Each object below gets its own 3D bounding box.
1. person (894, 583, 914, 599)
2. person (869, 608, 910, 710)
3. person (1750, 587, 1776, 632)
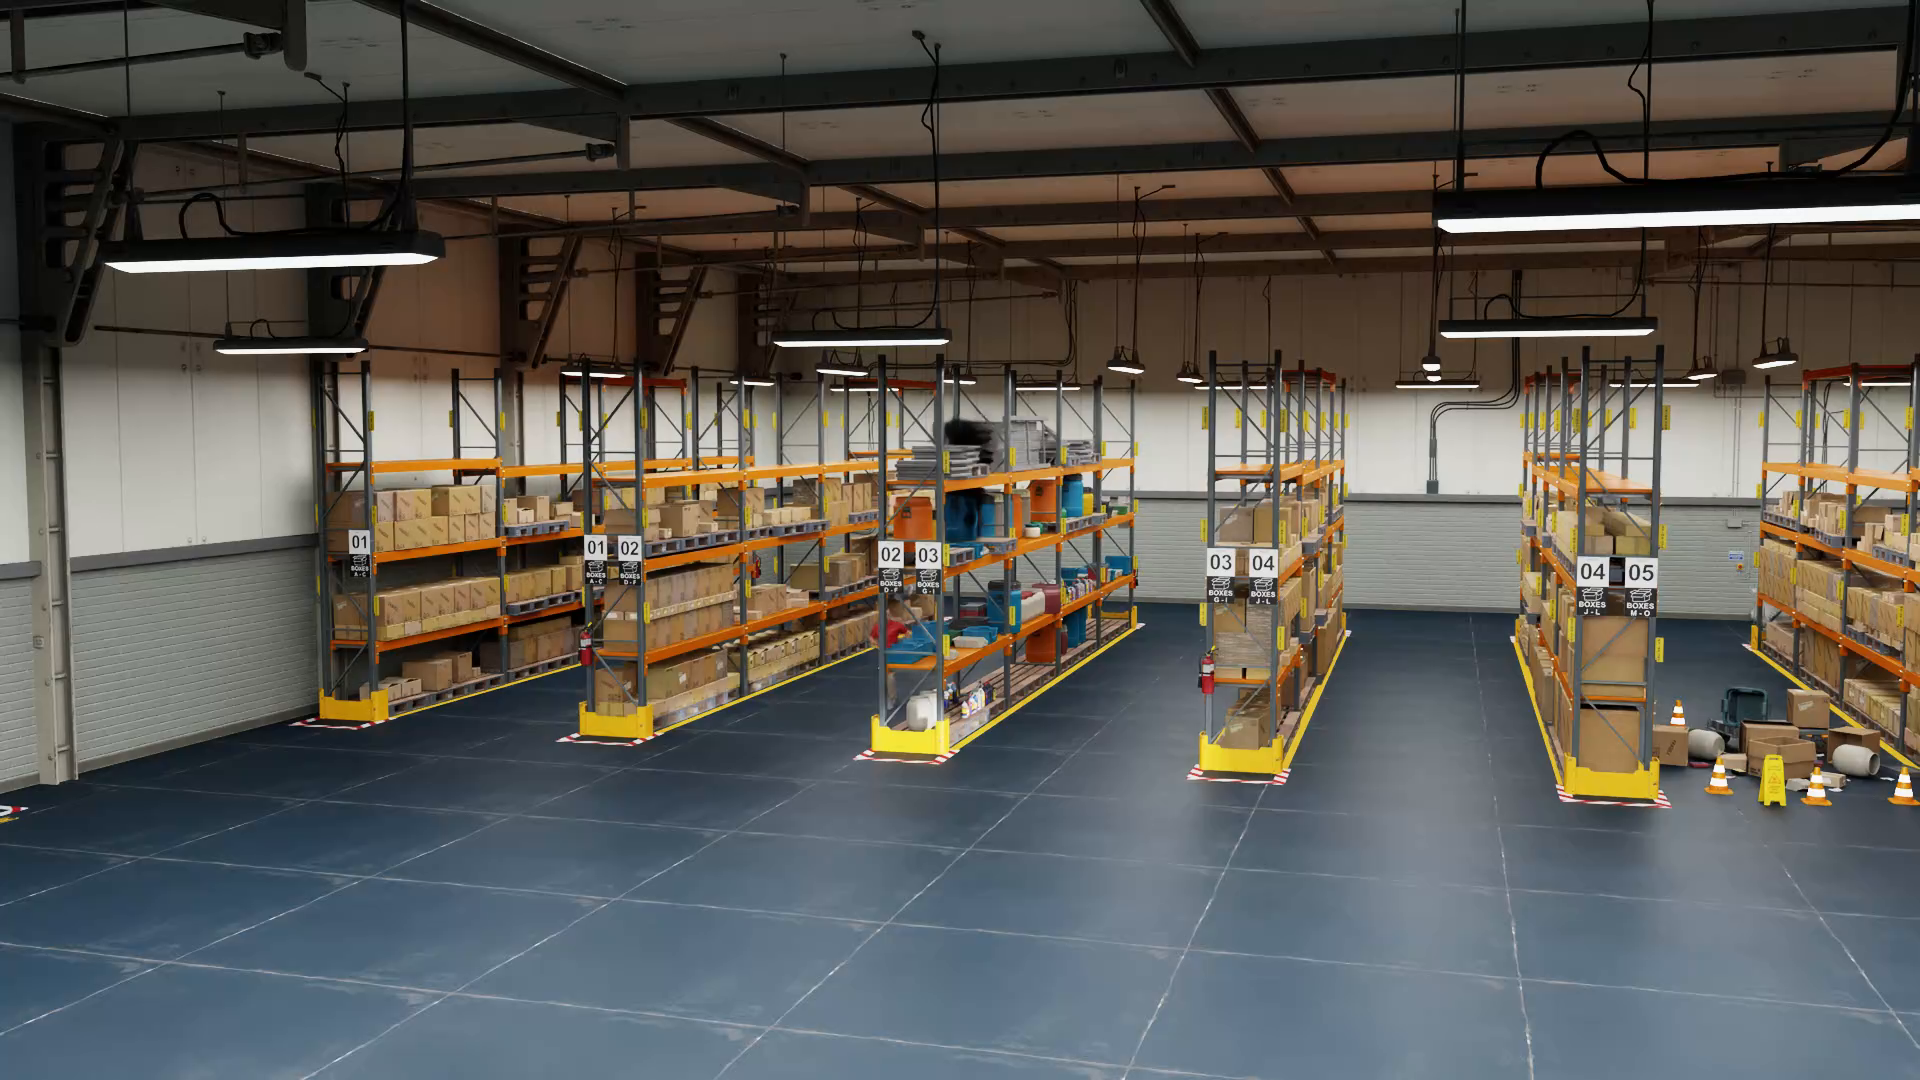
[{"bbox_3d":[-1.489,0.839,45.471,0.714,1.763,0.953,-3,5,-34],"label":"person"},{"bbox_3d":[-1.267,2.076,29.102,0.620,1.790,0.853,2,4,23],"label":"person"},{"bbox_3d":[18.311,1.410,37.781,0.696,1.782,0.641,0,4,5],"label":"person"}]
